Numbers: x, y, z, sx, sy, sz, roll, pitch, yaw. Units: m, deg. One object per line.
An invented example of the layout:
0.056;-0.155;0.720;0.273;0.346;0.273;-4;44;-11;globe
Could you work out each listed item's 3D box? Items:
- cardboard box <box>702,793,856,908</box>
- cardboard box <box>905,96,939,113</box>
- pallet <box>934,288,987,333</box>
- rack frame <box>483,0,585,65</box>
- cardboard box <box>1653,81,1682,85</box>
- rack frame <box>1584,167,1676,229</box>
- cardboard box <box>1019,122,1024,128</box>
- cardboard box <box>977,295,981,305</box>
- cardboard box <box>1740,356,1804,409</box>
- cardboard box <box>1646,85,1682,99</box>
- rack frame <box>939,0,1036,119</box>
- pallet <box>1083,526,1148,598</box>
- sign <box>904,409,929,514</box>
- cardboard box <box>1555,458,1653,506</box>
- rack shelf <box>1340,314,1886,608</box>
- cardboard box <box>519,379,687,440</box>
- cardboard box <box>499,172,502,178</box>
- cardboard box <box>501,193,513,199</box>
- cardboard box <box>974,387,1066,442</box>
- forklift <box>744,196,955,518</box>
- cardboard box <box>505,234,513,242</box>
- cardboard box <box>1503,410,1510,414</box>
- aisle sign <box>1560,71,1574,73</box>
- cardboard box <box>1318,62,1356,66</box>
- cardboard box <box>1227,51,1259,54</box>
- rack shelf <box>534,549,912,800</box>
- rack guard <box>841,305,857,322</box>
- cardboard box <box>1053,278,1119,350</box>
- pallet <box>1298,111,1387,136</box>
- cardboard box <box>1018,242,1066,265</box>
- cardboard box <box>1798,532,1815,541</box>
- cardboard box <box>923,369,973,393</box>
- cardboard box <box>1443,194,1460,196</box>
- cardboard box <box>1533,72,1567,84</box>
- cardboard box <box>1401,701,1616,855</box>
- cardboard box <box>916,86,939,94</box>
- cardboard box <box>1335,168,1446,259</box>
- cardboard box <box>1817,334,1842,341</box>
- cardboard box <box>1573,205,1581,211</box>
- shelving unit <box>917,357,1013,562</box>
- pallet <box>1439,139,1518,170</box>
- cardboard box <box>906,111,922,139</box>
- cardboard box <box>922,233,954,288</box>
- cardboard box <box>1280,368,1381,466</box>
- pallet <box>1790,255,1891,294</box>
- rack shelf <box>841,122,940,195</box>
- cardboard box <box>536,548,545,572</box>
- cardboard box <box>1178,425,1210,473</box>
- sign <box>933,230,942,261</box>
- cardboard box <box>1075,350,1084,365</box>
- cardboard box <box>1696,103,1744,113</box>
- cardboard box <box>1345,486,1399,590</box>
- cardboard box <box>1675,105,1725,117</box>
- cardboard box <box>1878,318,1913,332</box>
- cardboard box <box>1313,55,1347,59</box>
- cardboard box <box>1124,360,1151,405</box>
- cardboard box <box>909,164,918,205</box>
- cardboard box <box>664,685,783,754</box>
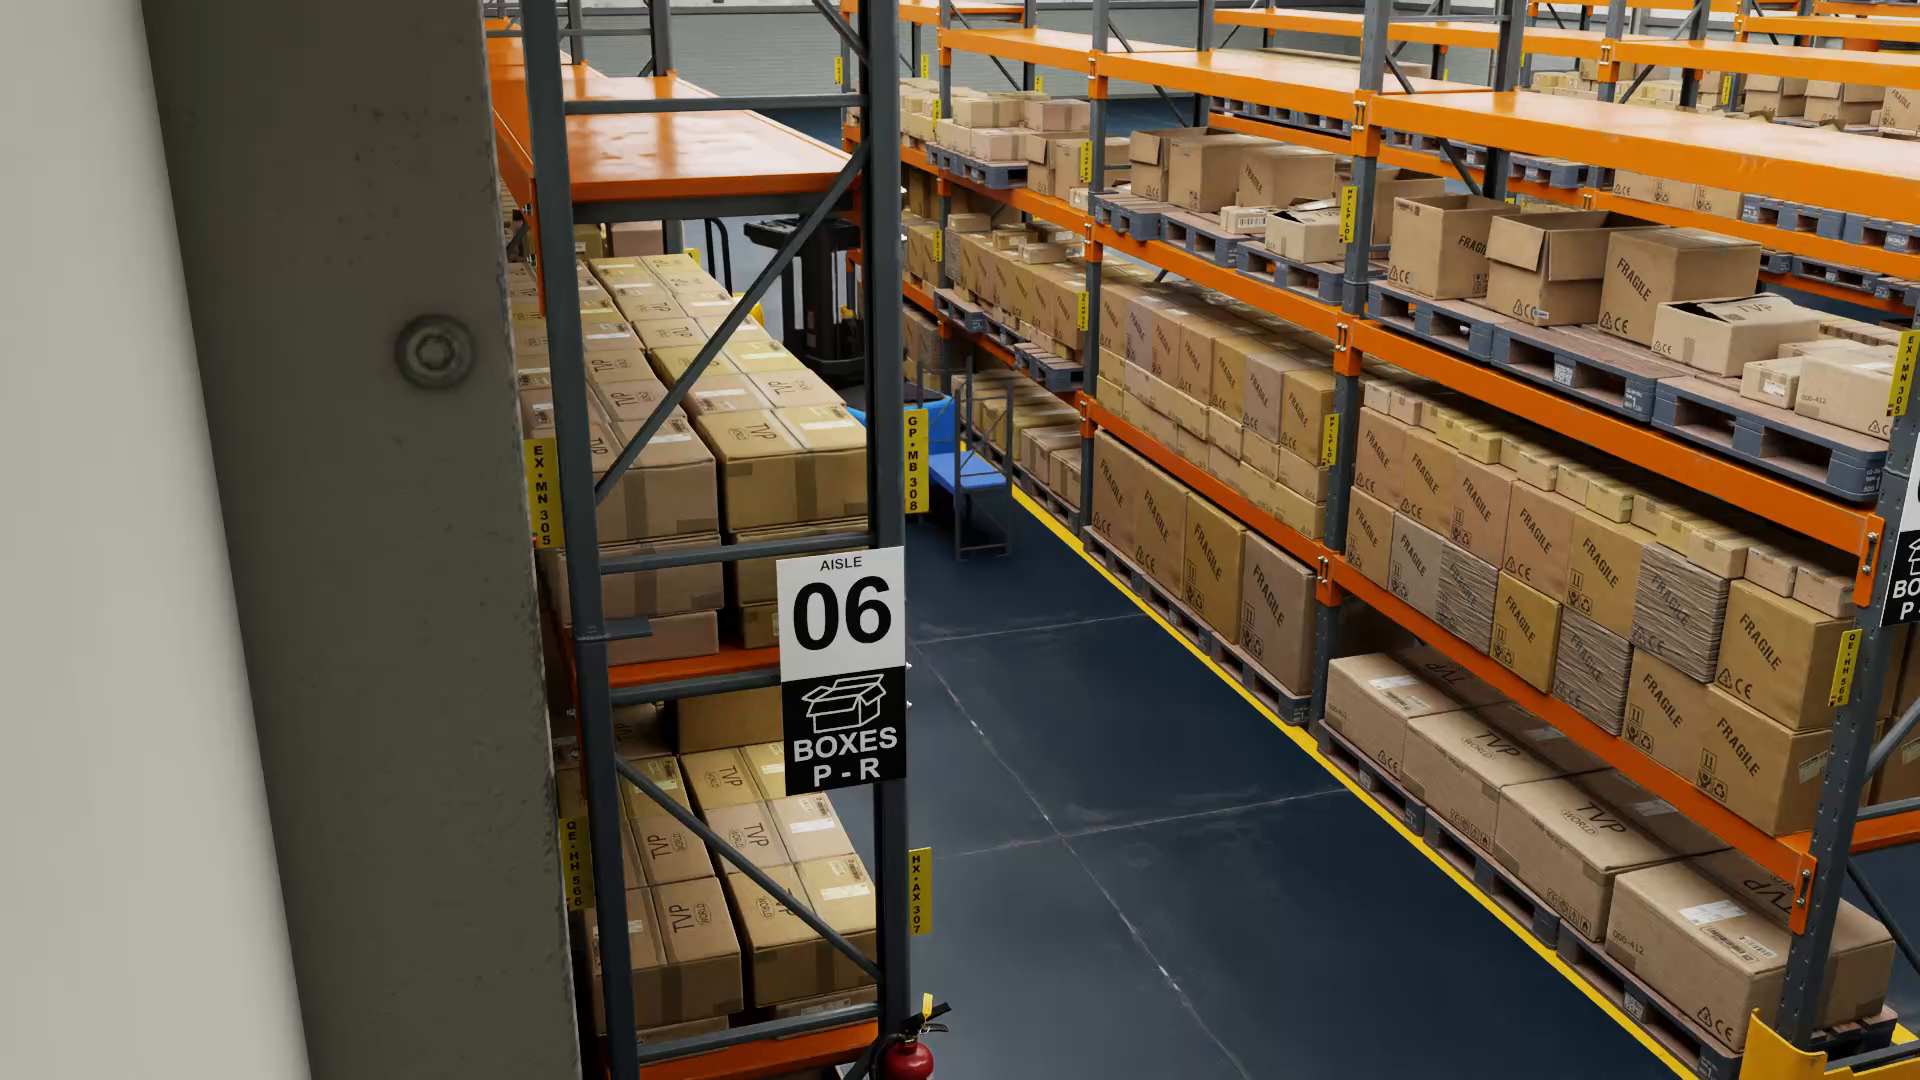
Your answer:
-0.705;1.238;6.454;0.500;0.250;0.500;-6;21;-17;cardboard box
-0.384;-4.721;18.017;0.380;0.149;0.250;-6;21;-16;cardboard box
0.382;-2.385;17.042;1.003;0.211;1.213;-6;21;-17;pallet
-3.174;-3.747;11.676;1.000;3.000;0.127;-6;21;-17;rack frame
9.319;-5.948;21.874;0.380;0.149;0.250;-6;21;-16;cardboard box
6.205;-2.010;15.717;1.000;3.000;0.127;-6;21;-17;rack frame
0.756;-3.940;16.251;0.500;0.250;0.500;-6;21;-17;cardboard box
0.386;-2.440;16.664;0.380;0.149;0.250;-5;20;-14;cardboard box
3.617;-0.684;7.189;0.380;0.149;0.250;-8;21;-21;cardboard box
9.031;-5.734;21.279;0.380;0.149;0.250;-6;20;-15;cardboard box
0.280;-5.559;16.722;1.000;3.000;0.127;-6;21;-17;rack frame
1.714;0.121;13.907;1.003;0.211;1.213;-6;21;-17;pallet
-0.144;-0.237;5.049;0.100;0.325;0.005;-6;21;-17;sign
3.231;-0.292;8.344;0.380;0.149;0.250;-6;21;-15;cardboard box
3.423;-0.600;8.416;1.077;0.370;4.000;-6;21;-17;rack shelf
-1.227;-0.353;5.706;0.500;0.250;0.500;-7;21;-19;cardboard box
-3.645;-2.715;12.692;0.500;0.250;0.500;-6;21;-17;cardboard box
-3.060;-2.200;11.000;0.380;0.149;0.250;-6;21;-15;cardboard box
0.677;-1.298;17.000;0.950;0.372;0.625;-5;20;-14;cardboard box
-1.300;-1.939;15.621;1.130;2.935;3.031;-14;24;-35;forklift
-2.384;-1.646;9.427;0.380;0.149;0.250;-6;21;-16;cardboard box
3.243;-0.749;9.619;0.380;0.149;0.250;-6;21;-17;cardboard box
8.696;-6.348;23.946;0.394;0.787;0.004;-6;21;-17;aisle sign
4.372;-5.453;19.286;0.380;0.149;0.250;-6;21;-17;cardboard box
3.652;-6.188;21.332;0.380;0.149;0.250;-7;21;-18;cardboard box
-1.288;-0.071;6.944;1.077;0.370;4.000;-6;21;-17;rack shelf
-0.953;-2.819;21.664;1.175;0.500;0.348;-6;21;-17;rack guard
1.131;-1.953;14.348;0.500;0.500;0.500;-7;21;-19;cardboard box
4.700;-4.928;19.532;1.003;0.211;1.213;-6;21;-17;pallet
0.755;-2.637;15.293;0.380;0.149;0.250;-7;21;-20;cardboard box
4.080;-0.023;7.597;0.380;0.149;0.250;-6;21;-16;cardboard box
-0.161;-1.800;18.578;0.500;0.250;0.500;-5;20;-15;cardboard box
5.273;-3.488;18.204;0.700;0.500;0.500;-7;21;-18;cardboard box
8.298;-6.488;23.378;0.380;0.149;0.250;-7;21;-18;cardboard box
3.172;1.340;9.558;0.875;0.438;0.875;-7;21;-19;cardboard box
-0.290;-5.191;19.327;0.380;0.149;0.250;-7;21;-19;cardboard box
2.793;-2.139;10.867;0.500;0.500;0.500;-7;21;-18;cardboard box
6.829;-1.527;13.241;0.380;0.149;0.250;-7;21;-19;cardboard box
8.965;-4.767;22.804;0.875;0.500;0.500;-6;21;-17;cardboard box
0.031;-0.711;14.318;0.538;1.500;1.048;-7;21;-18;shelving unit
5.598;-3.893;16.799;1.003;0.211;1.213;-5;20;-15;pallet
-0.274;-4.492;17.970;0.500;0.250;0.500;-7;21;-18;cardboard box
-0.096;-3.039;17.992;0.500;0.500;0.500;-7;21;-19;cardboard box
2.416;-0.803;10.727;0.500;0.500;0.500;-6;21;-15;cardboard box
10.284;-3.046;18.883;1.003;0.211;1.213;-6;21;-17;pallet
-0.348;-4.451;19.137;1.077;0.370;4.000;-6;21;-17;rack shelf
-1.229;-0.114;5.782;0.500;0.250;0.500;-6;21;-17;cardboard box
1.948;-0.708;12.312;0.500;0.250;0.500;-6;21;-17;cardboard box
-0.232;-3.083;17.422;0.100;0.325;0.005;-6;21;-17;sign
1.211;-1.612;14.357;0.380;0.149;0.250;-6;21;-15;cardboard box
9.297;-5.248;20.516;0.500;0.250;0.500;-6;21;-15;cardboard box
2.694;-0.037;10.075;0.500;0.500;0.500;-6;21;-15;cardboard box
6.579;-3.727;14.779;0.396;0.266;0.258;-6;21;-17;cardboard box
10.530;-2.270;18.376;0.500;0.250;0.500;-4;20;-11;cardboard box
4.598;-5.930;20.614;0.380;0.149;0.250;-6;21;-17;cardboard box
1.624;-1.262;13.115;0.500;0.250;0.500;-6;21;-16;cardboard box
-0.199;-4.220;19.802;0.700;0.500;0.500;-7;21;-18;cardboard box
-1.018;0.566;7.216;0.500;0.500;0.500;-6;21;-16;cardboard box
